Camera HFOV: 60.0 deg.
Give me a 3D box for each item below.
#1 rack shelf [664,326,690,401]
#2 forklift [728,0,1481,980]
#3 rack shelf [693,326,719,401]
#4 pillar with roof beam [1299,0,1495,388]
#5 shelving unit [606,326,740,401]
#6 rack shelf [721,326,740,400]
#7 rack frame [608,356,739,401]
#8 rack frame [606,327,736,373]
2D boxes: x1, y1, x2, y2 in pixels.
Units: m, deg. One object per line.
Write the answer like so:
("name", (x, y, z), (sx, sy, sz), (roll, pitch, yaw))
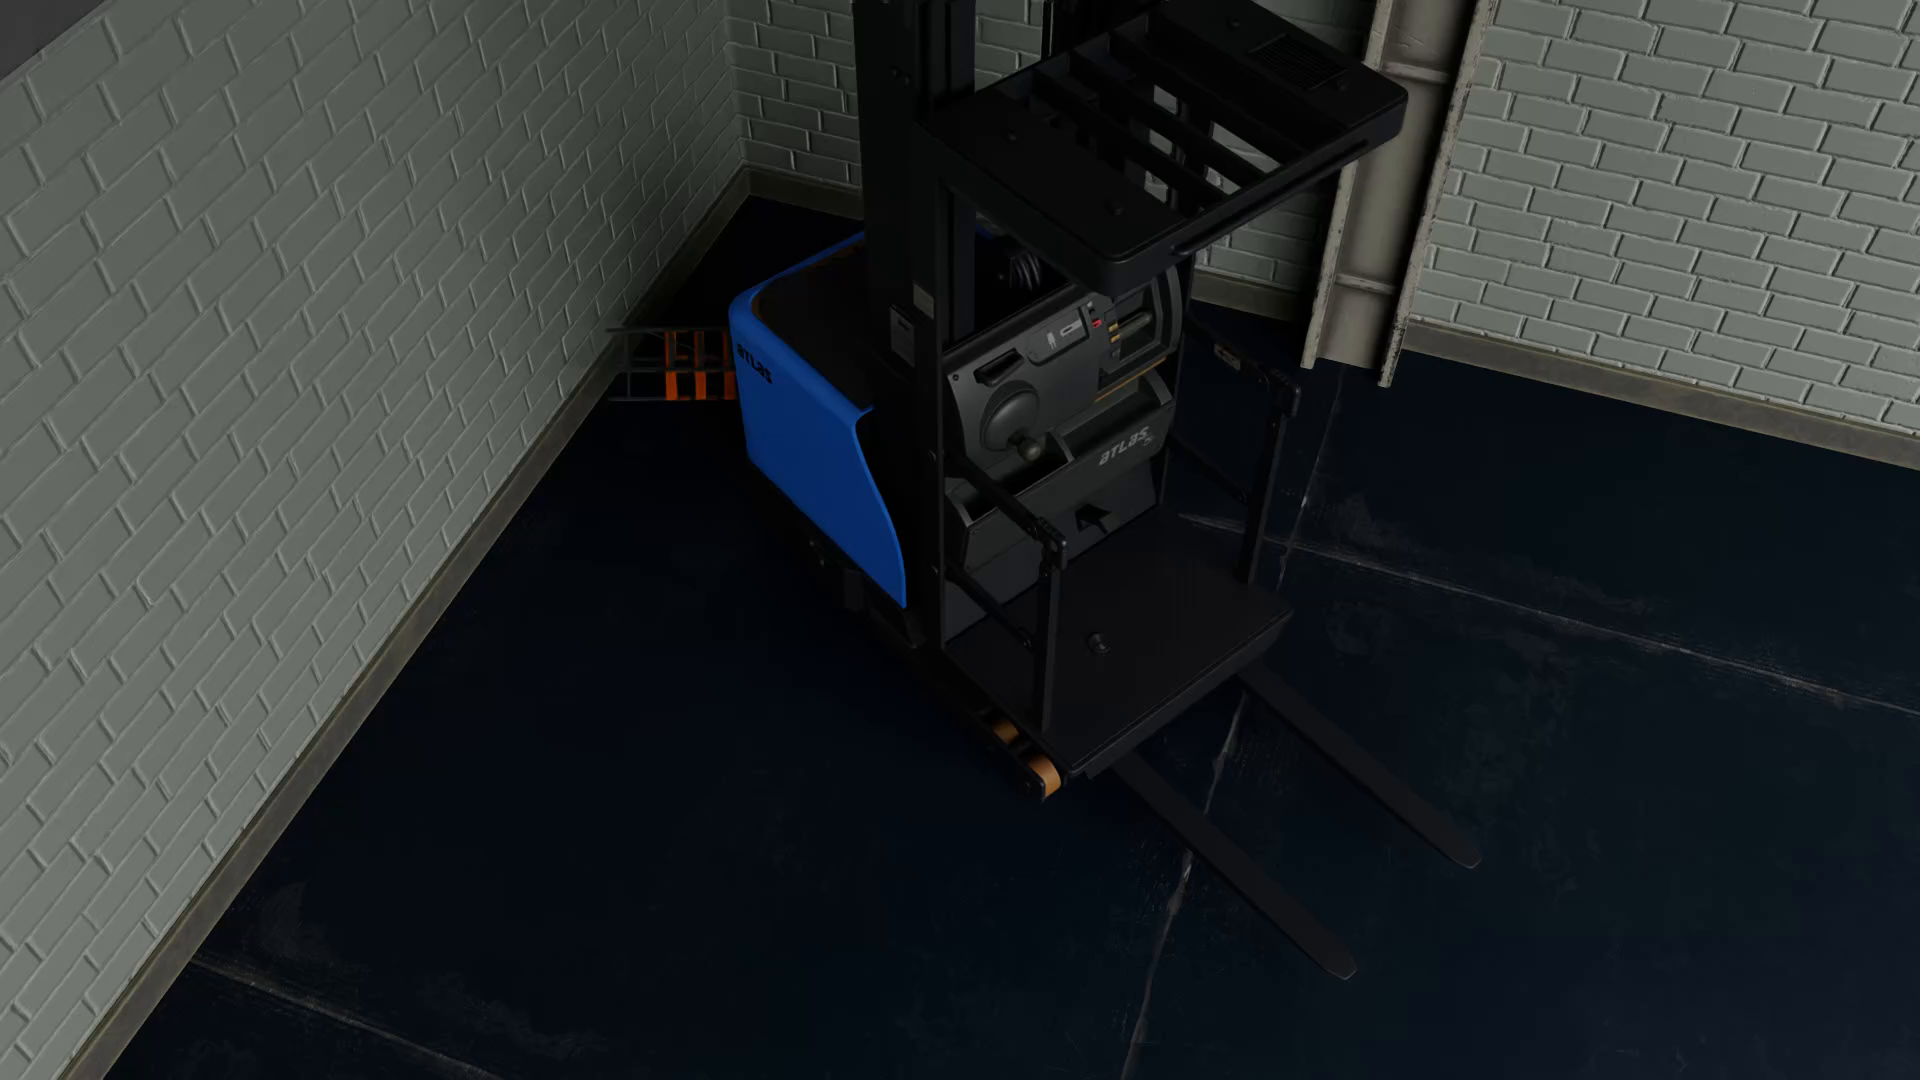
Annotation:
("rack shelf", (-1.191, -0.740, 6.986), (0.103, 0.180, 0.258), (-2, 55, -9))
("forklift", (0.479, -0.492, 5.104), (1.130, 2.935, 3.031), (-32, 56, -25))
("rack shelf", (-1.073, -0.744, 7.004), (0.103, 0.180, 0.258), (-2, 55, -9))
("pillar with roof beam", (0.230, -0.713, 1.279), (0.400, 9.000, 9.100), (16, 51, 13))
("shelving unit", (-0.880, -0.750, 7.035), (1.200, 0.189, 0.258), (-2, 55, -9))
("rack shelf", (-0.954, -0.747, 7.023), (0.103, 0.180, 0.258), (-2, 55, -9))
("rack frame", (-0.890, -0.697, 7.109), (1.200, 0.006, 0.240), (-2, 55, -9))
("rack frame", (-0.870, -0.802, 6.961), (1.200, 0.006, 0.240), (-2, 55, -9))
